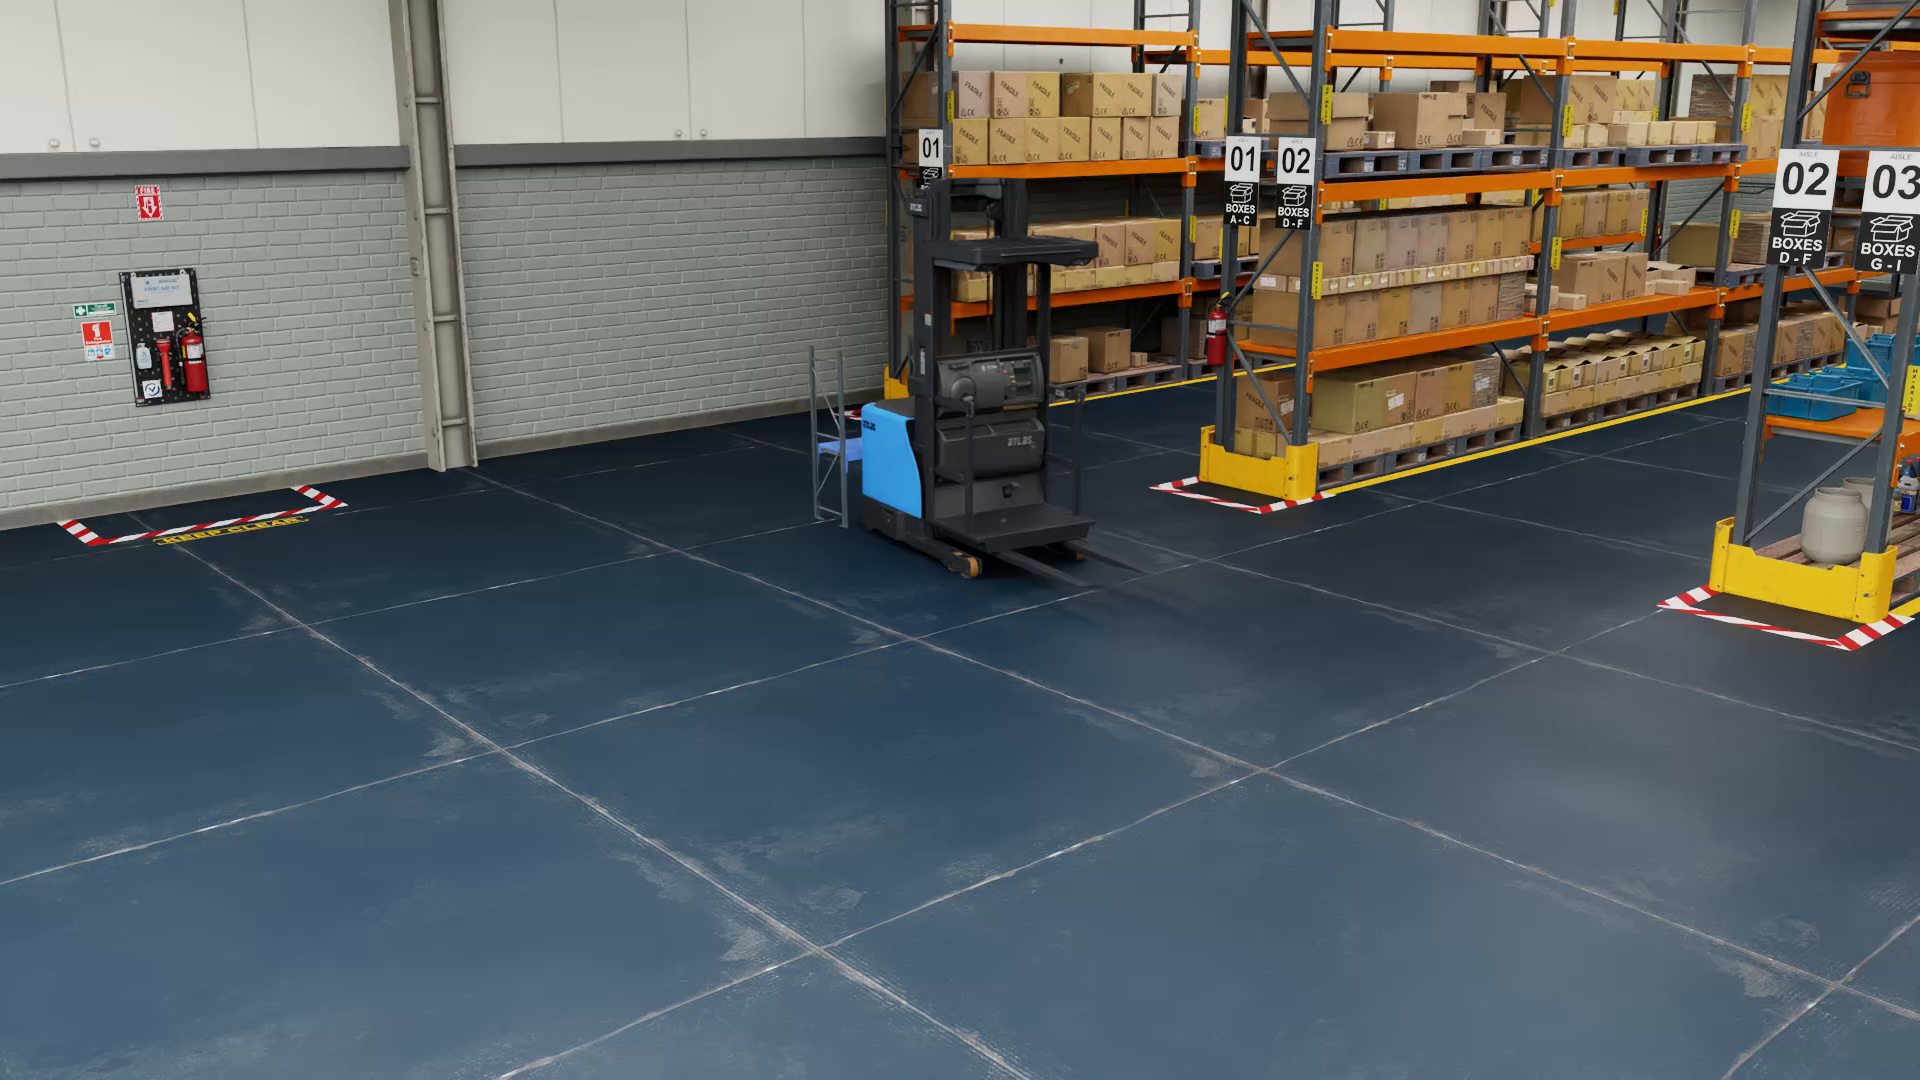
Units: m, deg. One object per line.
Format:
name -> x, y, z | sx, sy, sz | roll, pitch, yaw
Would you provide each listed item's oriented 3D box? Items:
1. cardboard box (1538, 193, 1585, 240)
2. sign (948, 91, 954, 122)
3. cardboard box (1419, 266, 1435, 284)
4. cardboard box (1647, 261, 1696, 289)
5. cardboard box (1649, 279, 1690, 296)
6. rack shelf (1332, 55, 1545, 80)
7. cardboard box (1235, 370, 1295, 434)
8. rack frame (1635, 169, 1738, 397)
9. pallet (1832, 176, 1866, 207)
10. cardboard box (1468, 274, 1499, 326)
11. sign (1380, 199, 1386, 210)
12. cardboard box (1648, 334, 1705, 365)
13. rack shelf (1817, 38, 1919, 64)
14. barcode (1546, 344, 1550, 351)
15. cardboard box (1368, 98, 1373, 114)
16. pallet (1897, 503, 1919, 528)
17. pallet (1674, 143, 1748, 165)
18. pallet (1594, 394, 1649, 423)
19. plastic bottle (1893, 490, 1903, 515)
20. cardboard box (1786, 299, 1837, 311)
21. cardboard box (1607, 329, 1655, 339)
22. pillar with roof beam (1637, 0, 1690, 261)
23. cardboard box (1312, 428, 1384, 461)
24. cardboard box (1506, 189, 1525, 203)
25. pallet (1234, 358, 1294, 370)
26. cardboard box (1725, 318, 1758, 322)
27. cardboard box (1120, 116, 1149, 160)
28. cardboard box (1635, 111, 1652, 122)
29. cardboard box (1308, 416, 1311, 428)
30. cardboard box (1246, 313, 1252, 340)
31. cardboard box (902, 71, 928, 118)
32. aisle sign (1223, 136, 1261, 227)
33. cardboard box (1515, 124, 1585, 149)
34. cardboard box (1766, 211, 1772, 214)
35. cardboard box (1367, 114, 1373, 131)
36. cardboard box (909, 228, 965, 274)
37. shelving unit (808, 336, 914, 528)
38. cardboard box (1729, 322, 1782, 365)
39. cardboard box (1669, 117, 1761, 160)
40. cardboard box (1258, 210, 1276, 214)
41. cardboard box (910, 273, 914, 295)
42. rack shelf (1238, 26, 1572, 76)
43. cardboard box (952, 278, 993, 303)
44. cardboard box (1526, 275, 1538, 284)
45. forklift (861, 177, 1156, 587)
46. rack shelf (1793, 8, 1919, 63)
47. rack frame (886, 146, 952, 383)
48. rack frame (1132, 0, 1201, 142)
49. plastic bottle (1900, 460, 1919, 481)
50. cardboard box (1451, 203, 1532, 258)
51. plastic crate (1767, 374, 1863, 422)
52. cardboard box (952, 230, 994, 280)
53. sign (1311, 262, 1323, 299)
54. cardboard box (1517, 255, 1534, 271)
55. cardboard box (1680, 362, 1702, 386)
cardboard box -> 9.566, -5.298, 27.191 | 0.700, 0.700, 0.980 | -13, 20, -41
sign -> -0.105, -4.675, 17.933 | 0.005, 0.325, 0.100 | -13, 19, -39
cardboard box -> 4.391, -2.592, 16.190 | 0.250, 0.149, 0.380 | -12, 19, -39
cardboard box -> 8.526, -3.204, 20.106 | 0.500, 0.311, 0.500 | -11, 19, -36
cardboard box -> 8.332, -2.973, 19.554 | 0.250, 0.149, 0.380 | -13, 19, -39
rack shelf -> 7.083, -6.961, 24.540 | 4.000, 0.370, 1.077 | -13, 19, -39
cardboard box -> 3.003, -1.331, 15.981 | 0.500, 0.500, 0.500 | -13, 19, -39
rack frame -> 8.829, -3.300, 20.294 | 0.127, 3.000, 1.000 | -13, 19, -39
pallet -> 6.731, -2.459, 11.698 | 1.213, 0.211, 1.003 | -13, 19, -39
cardboard box -> 5.087, -2.504, 17.119 | 0.500, 0.500, 0.700 | -13, 20, -40
sign -> 5.937, -4.681, 23.373 | 0.005, 0.325, 0.100 | -13, 19, -39
cardboard box -> 8.595, -2.309, 20.010 | 0.500, 0.311, 0.500 | -12, 19, -38
rack shelf -> 13.355, -6.866, 23.418 | 4.000, 0.370, 1.077 | -13, 19, -39
barcode -> 6.277, -2.054, 17.757 | 0.075, 0.075, 0.001 | -13, 19, -39
cardboard box -> 5.895, -6.066, 23.789 | 0.700, 0.500, 0.500 | 14, 21, 43
pallet -> 8.526, -0.205, 14.109 | 1.213, 0.211, 1.003 | -13, 19, -39
pallet -> 8.375, -4.526, 19.435 | 1.003, 0.211, 1.213 | -12, 19, -37
pallet -> 7.262, -1.616, 19.390 | 1.213, 0.211, 1.003 | -13, 19, -39
plastic bottle -> 7.688, -0.311, 13.672 | 0.097, 0.201, 0.097 | 0, 15, 0
cardboard box -> 12.090, -3.135, 23.664 | 0.500, 0.500, 0.500 | -13, 19, -39
cardboard box -> 8.241, -2.414, 20.404 | 0.500, 0.311, 0.500 | -12, 19, -38
pillar with roof beam -> 15.904, -8.306, 27.406 | 0.400, 9.000, 9.100 | -13, 19, -39
cardboard box -> 3.719, -0.953, 16.018 | 0.500, 0.250, 0.500 | -13, 19, -39
cardboard box -> 8.407, -5.377, 25.805 | 0.500, 0.250, 0.500 | -12, 19, -38
pallet -> 4.064, -2.579, 22.997 | 1.213, 0.211, 1.003 | -13, 19, -39
cardboard box -> 10.163, -2.687, 21.989 | 0.500, 0.500, 0.500 | -14, 20, -41
cardboard box -> 1.948, -4.877, 20.150 | 0.500, 0.500, 0.500 | 14, 20, 42
cardboard box -> 11.231, -7.072, 27.883 | 0.500, 0.250, 0.500 | -12, 19, -38
cardboard box -> 3.374, -1.055, 16.402 | 0.500, 0.250, 0.500 | -13, 19, -39
cardboard box -> 3.869, -2.895, 22.768 | 0.500, 0.500, 0.700 | -12, 19, -39
cardboard box -> -0.307, -5.023, 18.760 | 0.500, 0.500, 0.500 | -12, 19, -37
aisle sign -> 2.551, -3.247, 15.057 | 0.004, 0.787, 0.394 | -13, 19, -39
cardboard box -> 6.282, -4.305, 17.719 | 0.500, 0.250, 0.500 | -10, 18, -34
cardboard box -> 11.342, -4.193, 22.626 | 0.700, 0.500, 0.500 | 8, 17, 28
cardboard box -> 3.909, -3.963, 16.047 | 0.500, 0.311, 0.500 | -10, 18, -33
cardboard box -> -0.245, -3.330, 19.202 | 0.500, 0.500, 0.500 | -13, 20, -40
shelving unit -> -0.707, -0.954, 14.395 | 1.048, 1.500, 0.538 | -11, 17, -35
cardboard box -> 10.133, -2.501, 21.290 | 0.500, 0.500, 0.500 | -13, 20, -40
cardboard box -> 9.136, -4.878, 20.195 | 0.500, 0.500, 0.910 | -13, 19, -39
cardboard box -> 4.301, -4.228, 22.720 | 0.500, 0.500, 0.700 | -13, 19, -39
cardboard box -> -0.236, -2.963, 19.283 | 0.500, 0.250, 0.500 | -12, 19, -39
rack shelf -> 4.302, -4.642, 15.859 | 4.000, 0.370, 1.077 | -13, 19, -39
cardboard box -> 0.116, -2.867, 18.923 | 0.500, 0.250, 0.500 | -13, 20, -41
cardboard box -> 9.223, -4.044, 27.106 | 0.500, 0.500, 0.700 | -12, 19, -39
forklift -> 0.353, -1.256, 12.772 | 1.130, 2.935, 3.031 | -9, 17, -30
rack shelf -> 7.551, -3.677, 12.246 | 4.000, 0.370, 1.077 | -13, 19, -39
rack frame -> -0.461, -2.909, 18.828 | 0.127, 3.000, 1.000 | -13, 19, -39
rack frame -> 2.557, -6.485, 20.591 | 0.127, 3.000, 1.000 | -13, 19, -39
plastic bottle -> 8.036, -0.503, 14.100 | 0.185, 0.351, 0.144 | -14, 20, -42
cardboard box -> 5.481, -3.222, 17.291 | 0.500, 0.500, 0.700 | -13, 19, -39
plastic crate -> 6.224, -1.052, 12.162 | 0.616, 0.251, 0.499 | -13, 19, -39
cardboard box -> 0.097, -3.231, 18.832 | 0.500, 0.500, 0.500 | -13, 19, -39
sign -> 3.153, -2.293, 14.690 | 0.005, 0.325, 0.100 | -13, 19, -39
cardboard box -> 5.747, -2.897, 17.332 | 0.250, 0.149, 0.380 | -13, 20, -39
cardboard box -> 8.592, -2.038, 20.083 | 0.500, 0.250, 0.500 | -12, 19, -38
